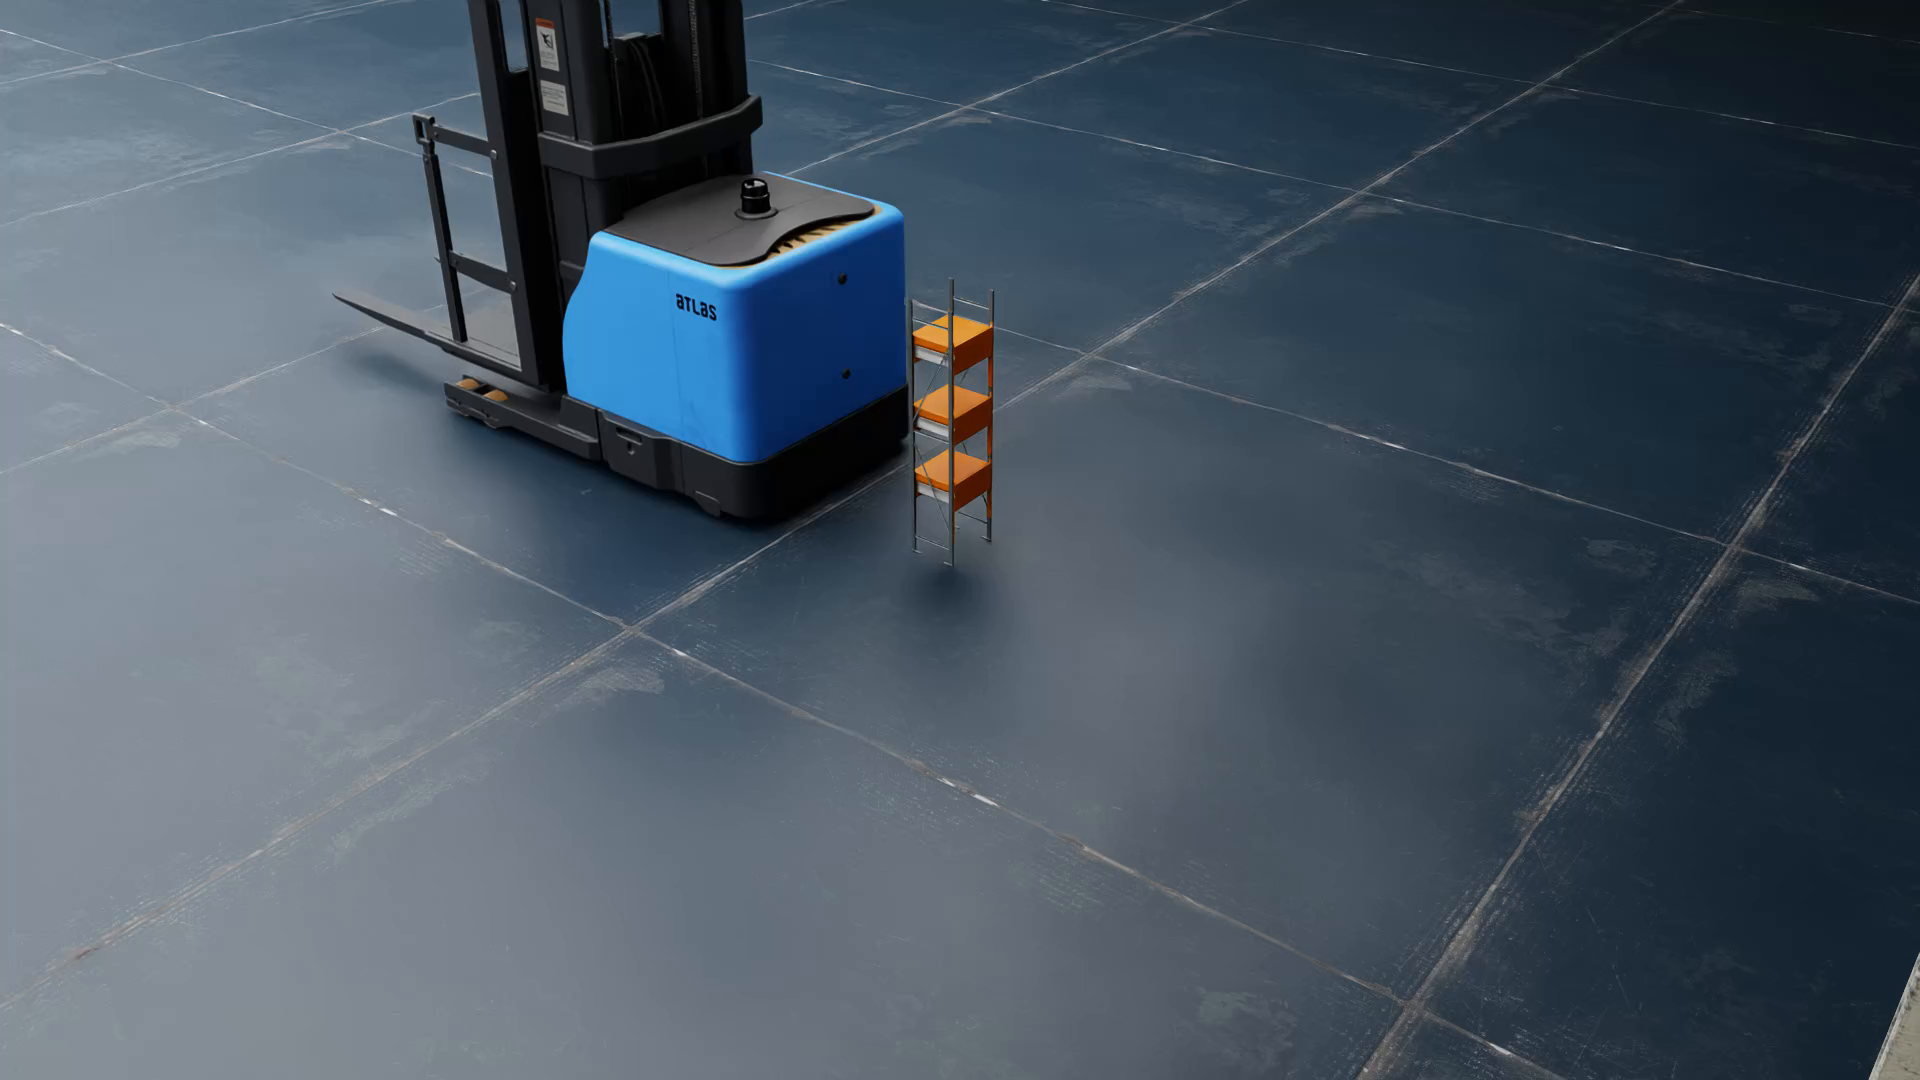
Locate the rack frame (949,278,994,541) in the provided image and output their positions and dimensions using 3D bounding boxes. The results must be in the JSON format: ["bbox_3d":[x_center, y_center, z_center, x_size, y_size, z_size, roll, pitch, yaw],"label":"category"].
[{"bbox_3d":[0.041,-0.479,6.321,0.200,1.050,0.008,21,37,31],"label":"rack frame"}]

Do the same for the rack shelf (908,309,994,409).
[{"bbox_3d":[-0.032,-0.665,6.098,0.215,0.259,0.240,21,37,31],"label":"rack shelf"}]

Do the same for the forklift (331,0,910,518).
[{"bbox_3d":[-1.685,-1.947,6.952,3.031,2.935,1.130,22,37,32],"label":"forklift"}]

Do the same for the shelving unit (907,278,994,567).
[{"bbox_3d":[-0.032,-0.430,6.238,0.215,1.050,0.252,21,37,31],"label":"shelving unit"}]

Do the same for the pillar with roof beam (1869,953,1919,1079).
[{"bbox_3d":[-1.286,-3.587,3.769,9.100,9.000,0.400,21,37,31],"label":"pillar with roof beam"}]

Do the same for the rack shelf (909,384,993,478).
[{"bbox_3d":[-0.032,-0.421,6.243,0.215,0.259,0.240,21,37,31],"label":"rack shelf"}]

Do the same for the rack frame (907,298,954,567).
[{"bbox_3d":[-0.106,-0.380,6.154,0.200,1.050,0.008,21,37,31],"label":"rack frame"}]

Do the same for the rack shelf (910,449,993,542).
[{"bbox_3d":[-0.032,-0.182,6.385,0.215,0.259,0.240,21,37,31],"label":"rack shelf"}]
